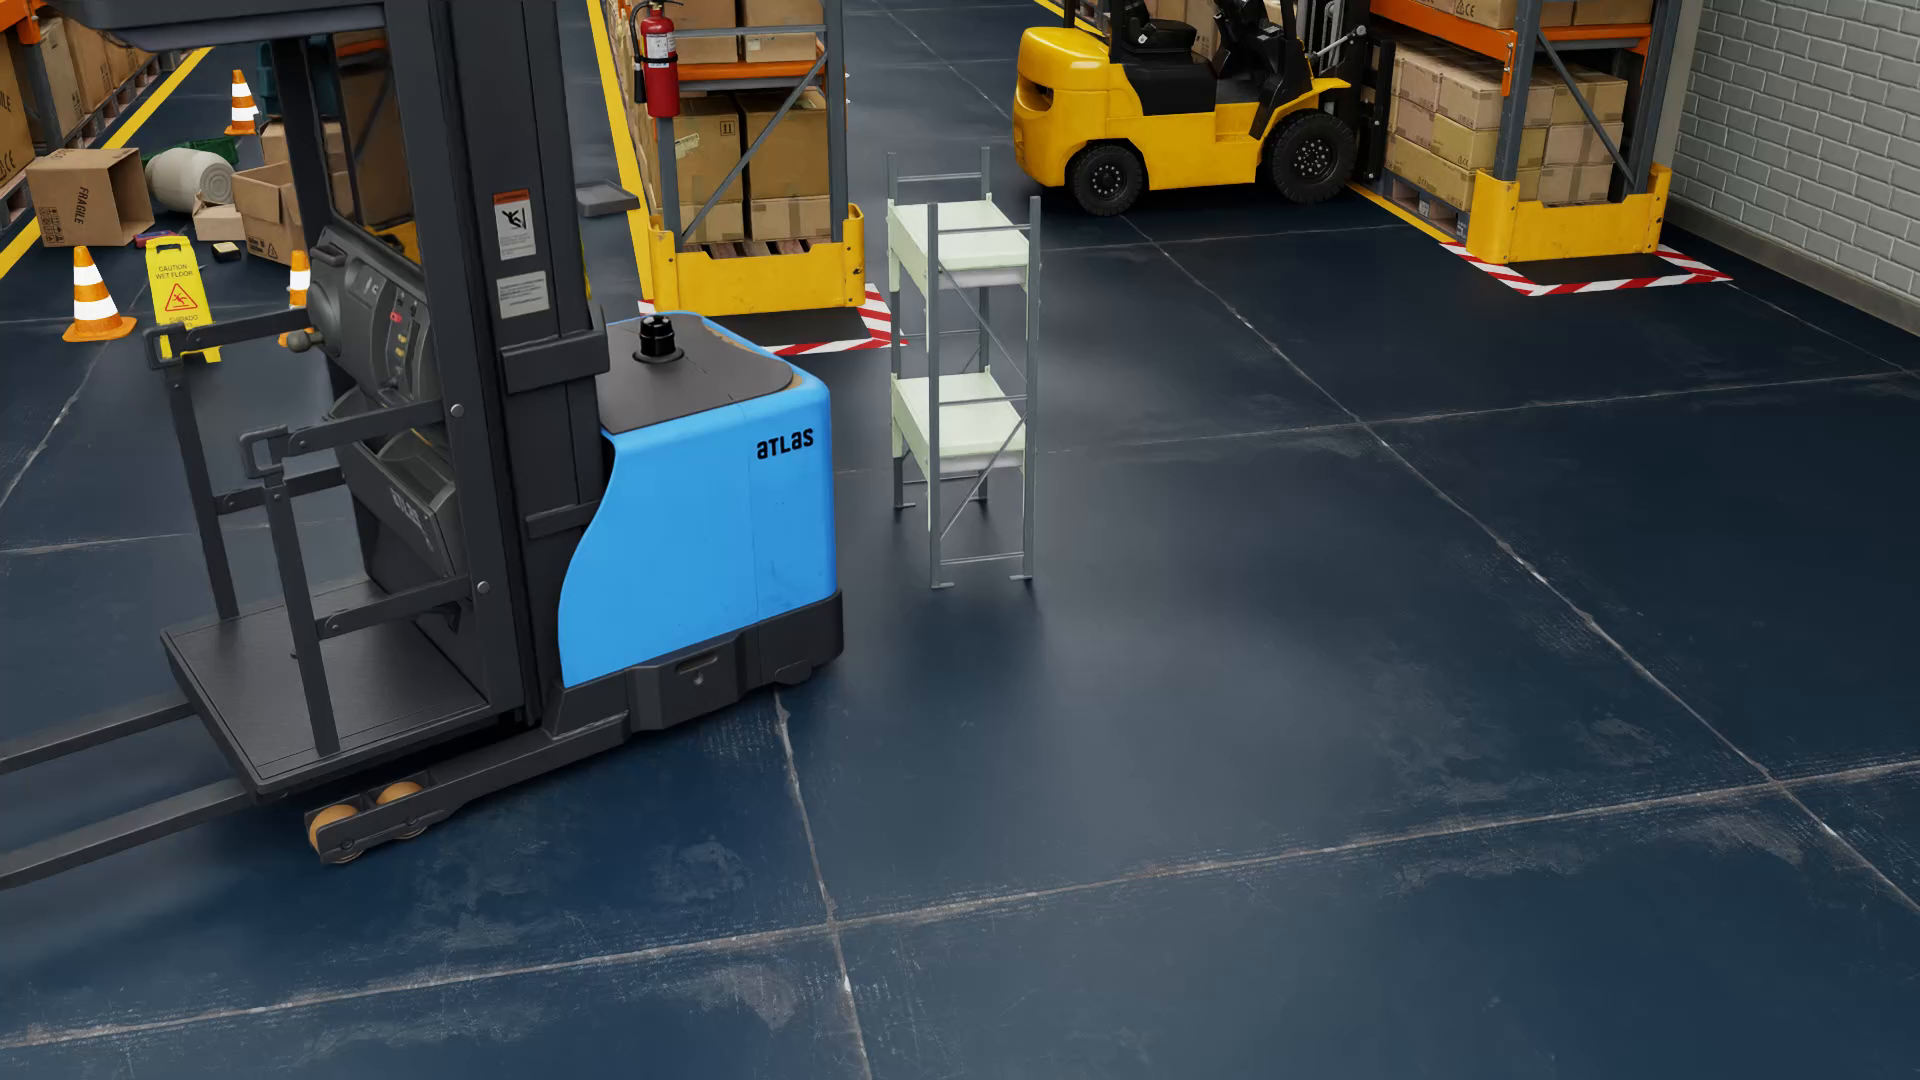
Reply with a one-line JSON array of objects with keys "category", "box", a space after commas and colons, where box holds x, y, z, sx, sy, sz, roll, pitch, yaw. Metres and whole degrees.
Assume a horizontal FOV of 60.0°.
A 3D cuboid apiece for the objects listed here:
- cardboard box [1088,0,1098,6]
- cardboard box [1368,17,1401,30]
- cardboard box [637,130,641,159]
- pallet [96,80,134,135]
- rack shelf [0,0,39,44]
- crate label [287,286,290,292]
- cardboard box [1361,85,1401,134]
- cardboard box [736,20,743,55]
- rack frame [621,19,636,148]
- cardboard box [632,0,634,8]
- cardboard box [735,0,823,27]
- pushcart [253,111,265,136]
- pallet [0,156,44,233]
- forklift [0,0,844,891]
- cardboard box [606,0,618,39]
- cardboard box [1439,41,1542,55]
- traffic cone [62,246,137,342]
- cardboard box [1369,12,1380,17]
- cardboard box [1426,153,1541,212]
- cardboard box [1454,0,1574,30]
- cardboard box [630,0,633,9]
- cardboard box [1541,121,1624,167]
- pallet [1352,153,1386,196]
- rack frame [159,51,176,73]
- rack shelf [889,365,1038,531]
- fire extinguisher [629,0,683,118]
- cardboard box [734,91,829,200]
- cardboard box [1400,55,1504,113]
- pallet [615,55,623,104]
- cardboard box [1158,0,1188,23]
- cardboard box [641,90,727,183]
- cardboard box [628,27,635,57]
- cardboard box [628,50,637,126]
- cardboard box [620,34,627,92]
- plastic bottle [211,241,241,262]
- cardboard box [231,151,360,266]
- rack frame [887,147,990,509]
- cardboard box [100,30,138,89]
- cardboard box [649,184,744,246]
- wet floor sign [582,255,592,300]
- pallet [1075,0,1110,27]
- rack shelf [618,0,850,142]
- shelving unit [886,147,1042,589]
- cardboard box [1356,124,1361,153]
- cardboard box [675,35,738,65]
[{"category": "cardboard box", "box": [1.615, -5.895, 17.409, 0.500, 0.500, 0.500, -5, 27, -10]}, {"category": "cardboard box", "box": [2.853, -3.623, 12.075, 0.500, 0.250, 0.500, -5, 27, -10]}, {"category": "cardboard box", "box": [-1.891, -2.606, 11.169, 0.500, 0.250, 0.500, -6, 27, -12]}, {"category": "pallet", "box": [-7.340, -3.474, 13.398, 1.003, 0.211, 1.213, -6, 27, -12]}, {"category": "rack shelf", "box": [-6.363, -2.652, 9.473, 1.077, 0.370, 4.000, -6, 27, -12]}, {"category": "crate label", "box": [-3.709, -1.499, 9.567, 0.250, 0.136, 0.298, -23, 35, -38]}, {"category": "cardboard box", "box": [3.069, -2.959, 11.313, 0.500, 0.250, 0.500, -7, 28, -13]}, {"category": "cardboard box", "box": [-1.058, -2.809, 9.266, 0.380, 0.149, 0.250, -6, 27, -11]}, {"category": "rack frame", "box": [-2.014, -4.398, 12.135, 1.000, 3.000, 0.127, -6, 27, -12]}, {"category": "cardboard box", "box": [-1.611, -3.250, 9.419, 0.500, 0.500, 0.500, -6, 27, -11]}, {"category": "cardboard box", "box": [-0.949, -3.056, 9.034, 0.500, 0.500, 0.500, -6, 27, -12]}, {"category": "pushcart", "box": [-4.224, -2.974, 12.223, 1.648, 0.377, 0.936, -16, 31, -29]}, {"category": "pallet", "box": [-6.719, -2.264, 11.002, 1.003, 0.211, 1.213, -6, 27, -12]}, {"category": "forklift", "box": [-1.890, -0.632, 4.749, 3.031, 2.935, 1.130, -19, 32, -32]}, {"category": "cardboard box", "box": [-2.798, -4.919, 15.618, 0.950, 0.372, 0.625, -8, 28, -15]}, {"category": "cardboard box", "box": [3.580, -3.224, 11.284, 0.500, 0.250, 0.500, -6, 27, -12]}, {"category": "traffic cone", "box": [-4.649, -1.340, 8.891, 0.336, 0.463, 0.334, -6, 27, -12]}, {"category": "cardboard box", "box": [3.250, -3.893, 12.609, 0.500, 0.250, 0.500, -6, 27, -12]}, {"category": "cardboard box", "box": [3.309, -2.282, 10.527, 0.500, 0.250, 0.500, -6, 27, -11]}, {"category": "cardboard box", "box": [3.356, -3.382, 10.010, 0.500, 0.500, 0.500, -7, 28, -13]}, {"category": "cardboard box", "box": [-1.892, -3.445, 10.525, 0.380, 0.149, 0.250, -6, 27, -12]}, {"category": "cardboard box", "box": [3.819, -2.558, 10.520, 0.500, 0.250, 0.500, -5, 27, -11]}, {"category": "pallet", "box": [3.238, -2.769, 12.001, 1.003, 0.211, 1.213, -6, 27, -12]}, {"category": "rack frame", "box": [-7.715, -5.607, 14.530, 1.000, 3.000, 0.127, -6, 27, -12]}, {"category": "rack shelf", "box": [0.002, -0.376, 6.553, 0.431, 0.370, 0.720, -6, 27, -12]}, {"category": "fire extinguisher", "box": [-1.536, -2.510, 8.481, 0.296, 0.674, 0.183, -6, 27, -12]}, {"category": "cardboard box", "box": [-1.031, -2.329, 9.789, 0.500, 0.500, 0.500, -7, 28, -13]}, {"category": "cardboard box", "box": [3.194, -2.948, 10.738, 0.500, 0.250, 0.500, -5, 27, -11]}, {"category": "pallet", "box": [-2.469, -4.031, 14.503, 1.003, 0.211, 1.213, -6, 27, -12]}, {"category": "cardboard box", "box": [2.354, -4.930, 15.358, 0.875, 0.625, 0.625, -7, 28, -14]}, {"category": "cardboard box", "box": [-1.668, -2.491, 10.109, 0.500, 0.500, 0.500, -5, 27, -10]}, {"category": "cardboard box", "box": [-1.993, -3.292, 10.976, 0.380, 0.149, 0.250, -4, 27, -9]}, {"category": "cardboard box", "box": [-2.012, -3.173, 11.460, 0.500, 0.500, 0.500, -5, 27, -10]}, {"category": "cardboard box", "box": [-2.300, -3.958, 13.712, 0.950, 0.372, 0.625, -4, 27, -8]}, {"category": "plastic bottle", "box": [-4.512, -1.777, 10.204, 0.133, 0.061, 0.283, -16, 31, -29]}, {"category": "cardboard box", "box": [-3.975, -2.042, 10.236, 0.637, 0.503, 0.797, 19, 32, 32]}, {"category": "rack frame", "box": [-0.081, -0.827, 6.725, 0.400, 1.500, 0.023, -6, 27, -12]}, {"category": "cardboard box", "box": [-7.465, -4.130, 13.635, 1.050, 0.750, 0.750, -6, 27, -11]}, {"category": "cardboard box", "box": [-1.562, -1.940, 9.850, 0.500, 0.250, 0.500, -6, 27, -12]}, {"category": "wet floor sign", "box": [-2.112, -1.399, 8.805, 0.267, 0.644, 0.232, 3, 27, 6]}, {"category": "pallet", "box": [1.788, -5.746, 17.901, 1.003, 0.211, 1.213, -6, 27, -12]}, {"category": "rack shelf", "box": [-1.563, -3.199, 10.557, 1.077, 0.370, 4.000, -6, 27, -12]}, {"category": "shelving unit", "box": [0.002, -0.667, 6.406, 0.431, 1.500, 0.755, -6, 27, -12]}, {"category": "cardboard box", "box": [2.963, -2.947, 11.846, 0.500, 0.250, 0.500, -5, 27, -10]}, {"category": "cardboard box", "box": [-1.405, -2.672, 8.994, 0.380, 0.149, 0.250, -5, 27, -10]}]
